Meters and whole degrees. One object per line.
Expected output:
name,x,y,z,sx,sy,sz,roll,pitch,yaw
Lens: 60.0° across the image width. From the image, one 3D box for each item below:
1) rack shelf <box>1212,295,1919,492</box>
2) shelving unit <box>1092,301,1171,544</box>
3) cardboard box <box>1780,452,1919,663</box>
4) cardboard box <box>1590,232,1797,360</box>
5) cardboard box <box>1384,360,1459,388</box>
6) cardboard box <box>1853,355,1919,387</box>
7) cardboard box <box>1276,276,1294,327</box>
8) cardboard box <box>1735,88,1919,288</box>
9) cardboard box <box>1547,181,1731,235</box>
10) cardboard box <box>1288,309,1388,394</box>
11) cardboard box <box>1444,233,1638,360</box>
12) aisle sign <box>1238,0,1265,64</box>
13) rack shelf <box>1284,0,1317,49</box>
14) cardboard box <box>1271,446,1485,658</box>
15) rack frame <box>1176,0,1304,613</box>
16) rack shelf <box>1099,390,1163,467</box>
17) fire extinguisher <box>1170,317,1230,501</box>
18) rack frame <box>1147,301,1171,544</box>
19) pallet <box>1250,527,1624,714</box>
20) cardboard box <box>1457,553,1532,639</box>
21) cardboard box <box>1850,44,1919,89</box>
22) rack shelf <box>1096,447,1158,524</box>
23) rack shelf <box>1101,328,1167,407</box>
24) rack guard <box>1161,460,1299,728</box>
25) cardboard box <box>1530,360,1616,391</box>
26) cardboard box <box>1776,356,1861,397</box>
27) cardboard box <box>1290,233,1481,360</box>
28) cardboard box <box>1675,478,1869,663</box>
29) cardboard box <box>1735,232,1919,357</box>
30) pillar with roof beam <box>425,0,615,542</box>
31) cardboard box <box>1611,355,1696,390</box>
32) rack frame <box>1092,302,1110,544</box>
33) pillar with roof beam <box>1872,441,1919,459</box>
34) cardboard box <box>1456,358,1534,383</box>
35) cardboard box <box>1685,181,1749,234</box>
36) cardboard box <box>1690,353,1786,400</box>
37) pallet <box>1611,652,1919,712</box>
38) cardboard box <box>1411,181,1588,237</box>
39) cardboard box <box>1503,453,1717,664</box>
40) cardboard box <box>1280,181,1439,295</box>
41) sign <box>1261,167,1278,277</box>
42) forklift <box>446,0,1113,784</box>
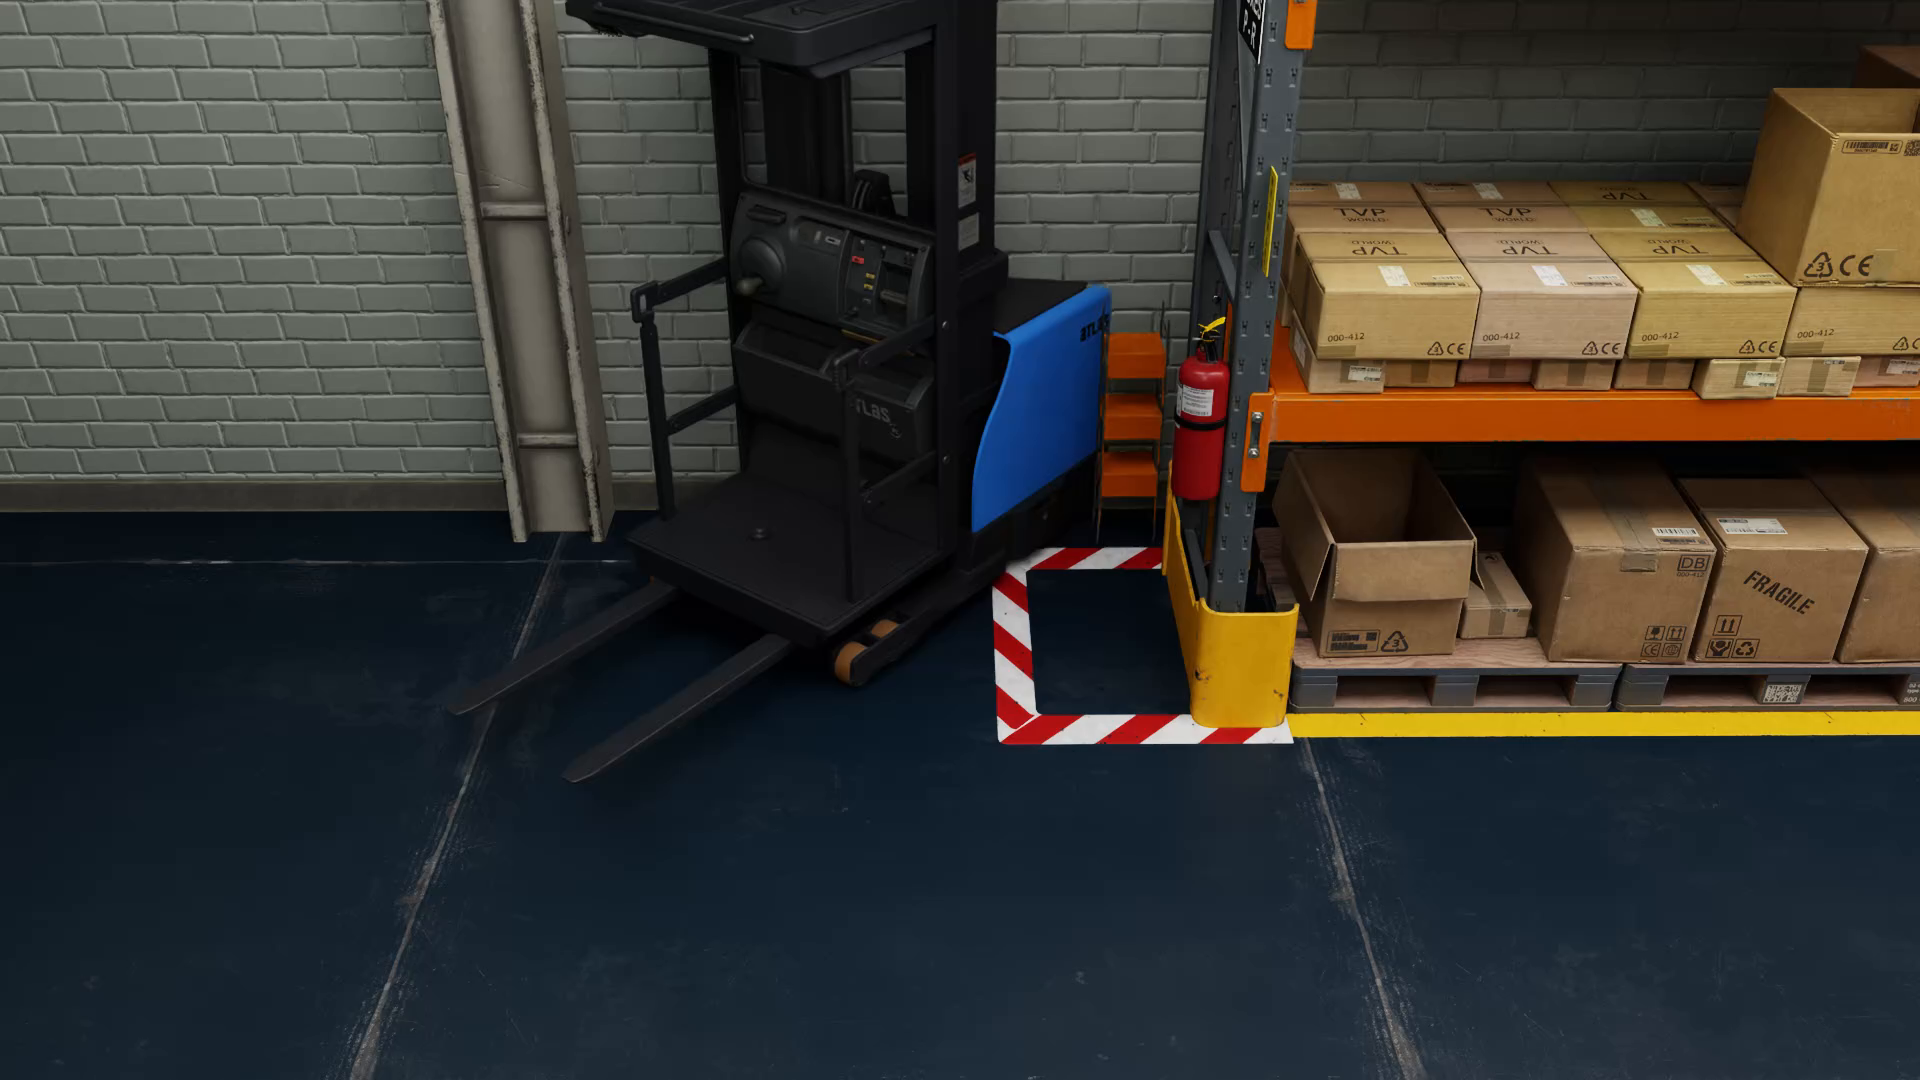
rack shelf,2.953,-0.594,6.030,4.000,0.370,1.077,0,31,0
shelving unit,0.717,-0.481,7.029,0.252,1.050,0.215,-1,32,-1
cardboard box,3.459,0.056,6.271,0.500,0.500,0.700,-1,31,-2
cardboard box,2.420,-0.825,5.575,0.500,0.250,0.500,-1,31,-1
cardboard box,1.538,-0.671,5.706,0.250,0.149,0.380,1,31,1
cardboard box,3.093,-0.672,5.709,0.250,0.149,0.380,0,31,0
cardboard box,1.283,-0.928,6.130,0.250,0.149,0.380,-1,31,-1
cardboard box,2.909,-1.145,5.381,0.500,0.500,0.500,1,31,1
cardboard box,2.423,-1.097,6.024,0.500,0.250,0.500,1,31,1
cardboard box,1.284,-0.646,5.666,0.250,0.149,0.380,0,31,-1
cardboard box,1.913,-0.821,5.570,0.500,0.250,0.500,0,31,0
aisle sign,0.887,-1.854,4.908,0.004,0.787,0.394,0,31,0
rack shelf,2.953,-1.876,5.252,4.000,0.370,1.077,0,31,0
cardboard box,1.566,0.040,6.294,0.637,0.503,0.797,-1,31,-2
rack frame,0.953,-0.895,5.833,0.127,3.000,1.000,0,31,0
rack shelf,0.717,-0.472,7.034,0.240,0.259,0.215,-1,32,-1
fire extinguisher,0.809,-0.462,5.554,0.183,0.674,0.296,0,31,0
rack frame,0.839,-0.483,7.031,0.008,1.050,0.200,-1,32,-1
pallet,1.827,0.294,6.562,1.213,0.211,1.003,0,31,0
cardboard box,1.991,0.210,6.355,0.250,0.149,0.380,-1,31,-2
cardboard box,3.463,-1.424,5.841,0.500,0.500,0.500,-1,31,-2
rack shelf,0.717,-0.236,7.181,0.240,0.259,0.215,-1,32,-1
rack shelf,0.717,-0.713,6.885,0.240,0.259,0.215,-1,32,-1
rack guard,1.029,0.173,6.482,0.348,0.500,1.175,0,31,0
cardboard box,2.054,-0.659,5.686,0.250,0.149,0.380,1,31,1
cardboard box,2.835,-0.636,5.649,0.250,0.149,0.380,1,31,1
cardboard box,1.409,-0.820,5.567,0.500,0.250,0.500,0,31,0
cardboard box,2.950,0.109,6.183,0.500,0.500,0.500,0,31,1
cardboard box,2.931,-0.837,5.596,0.500,0.250,0.500,-1,31,-2
pillar with roof beam,-1.722,-1.686,1.353,0.400,9.000,9.100,0,31,0
cardboard box,2.319,-0.663,5.693,0.250,0.149,0.380,0,31,0
rack frame,0.595,-0.480,7.026,0.008,1.050,0.200,-1,32,-1
pillar with roof beam,4.278,-1.705,1.384,0.400,9.000,9.100,0,31,0
cardboard box,1.800,-0.690,5.738,0.250,0.149,0.380,-1,31,-1
cardboard box,2.945,-1.099,6.027,0.500,0.250,0.500,0,31,0
cardboard box,2.572,-0.625,5.630,0.250,0.149,0.380,-1,31,-2
pallet,3.044,0.292,6.566,1.213,0.211,1.003,0,31,0
cardboard box,1.927,-1.098,6.026,0.500,0.250,0.500,0,31,0
cardboard box,2.421,0.059,6.266,0.500,0.500,0.700,1,31,2
cardboard box,1.412,-1.097,6.024,0.500,0.250,0.500,1,31,1
sign,0.957,-0.984,5.145,0.005,0.325,0.100,0,31,0
forklift,-0.623,-0.987,6.051,1.130,2.935,3.031,22,37,31
